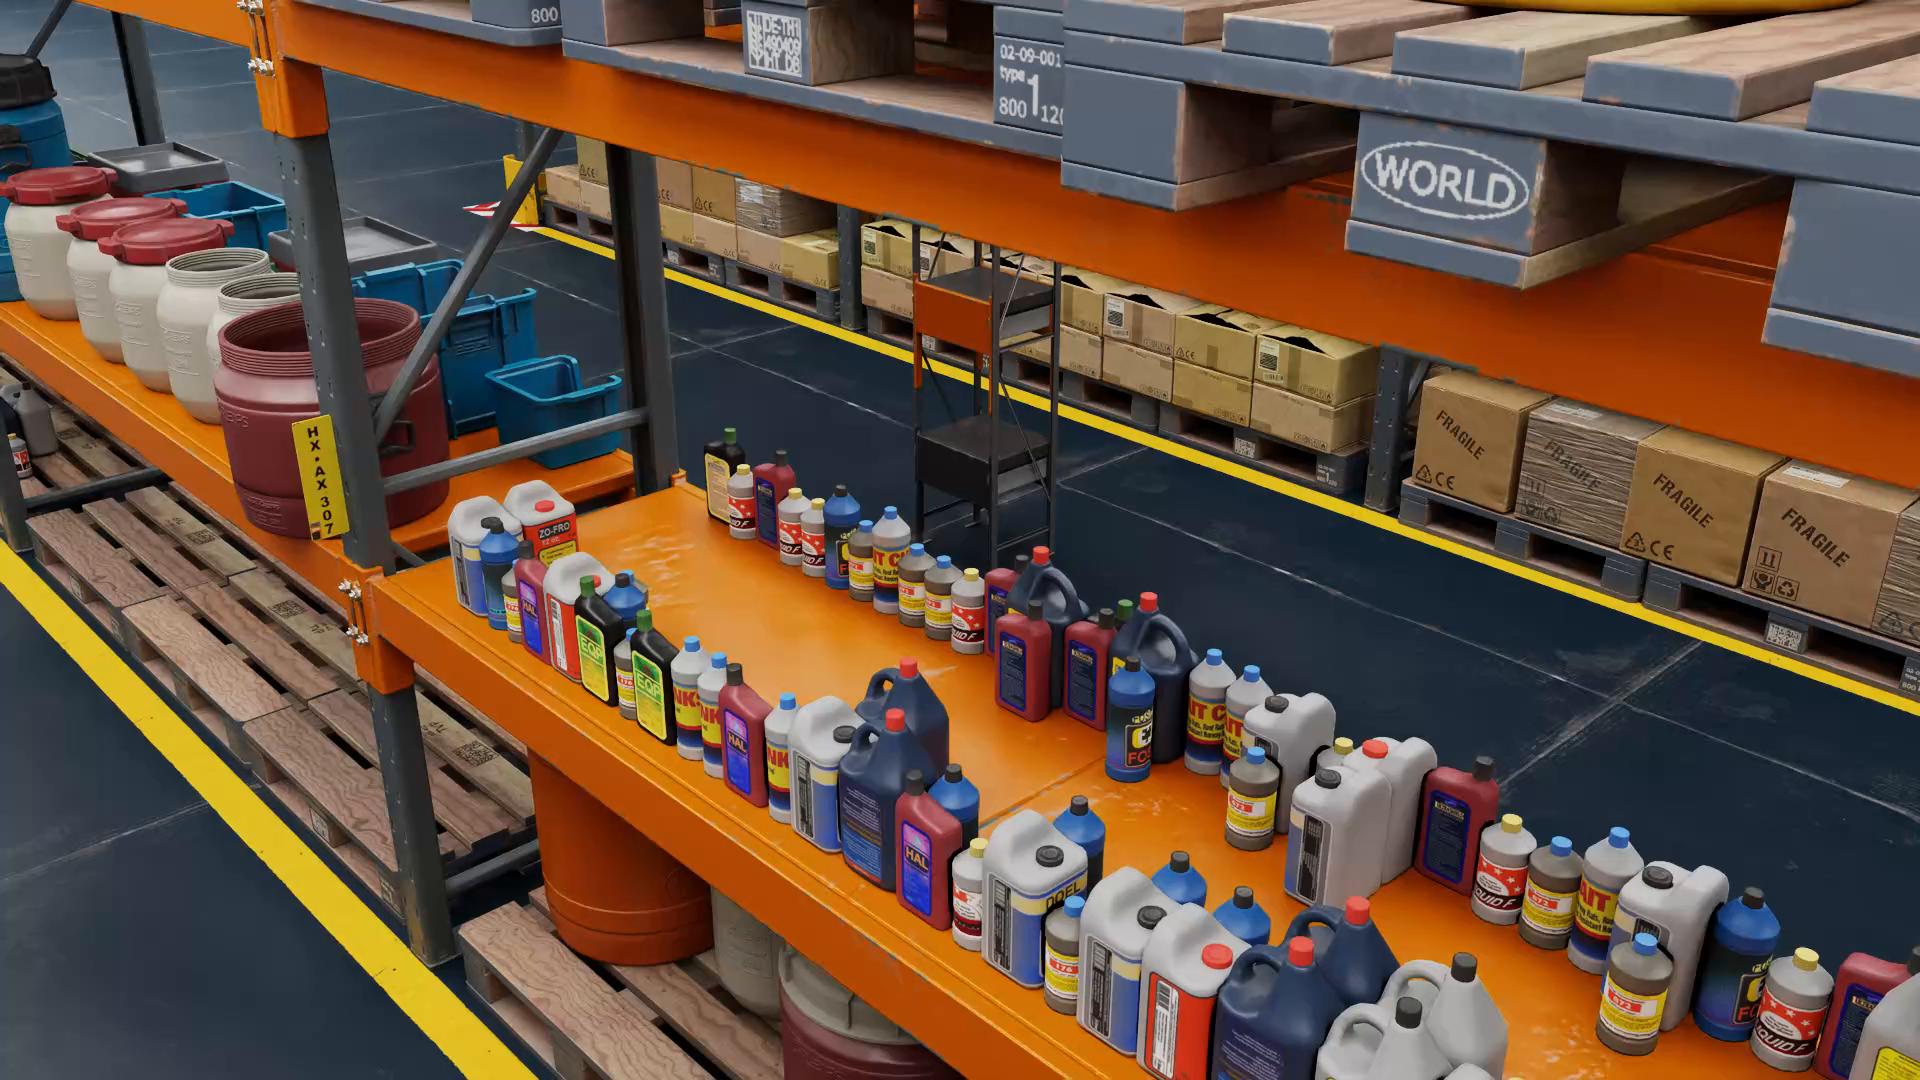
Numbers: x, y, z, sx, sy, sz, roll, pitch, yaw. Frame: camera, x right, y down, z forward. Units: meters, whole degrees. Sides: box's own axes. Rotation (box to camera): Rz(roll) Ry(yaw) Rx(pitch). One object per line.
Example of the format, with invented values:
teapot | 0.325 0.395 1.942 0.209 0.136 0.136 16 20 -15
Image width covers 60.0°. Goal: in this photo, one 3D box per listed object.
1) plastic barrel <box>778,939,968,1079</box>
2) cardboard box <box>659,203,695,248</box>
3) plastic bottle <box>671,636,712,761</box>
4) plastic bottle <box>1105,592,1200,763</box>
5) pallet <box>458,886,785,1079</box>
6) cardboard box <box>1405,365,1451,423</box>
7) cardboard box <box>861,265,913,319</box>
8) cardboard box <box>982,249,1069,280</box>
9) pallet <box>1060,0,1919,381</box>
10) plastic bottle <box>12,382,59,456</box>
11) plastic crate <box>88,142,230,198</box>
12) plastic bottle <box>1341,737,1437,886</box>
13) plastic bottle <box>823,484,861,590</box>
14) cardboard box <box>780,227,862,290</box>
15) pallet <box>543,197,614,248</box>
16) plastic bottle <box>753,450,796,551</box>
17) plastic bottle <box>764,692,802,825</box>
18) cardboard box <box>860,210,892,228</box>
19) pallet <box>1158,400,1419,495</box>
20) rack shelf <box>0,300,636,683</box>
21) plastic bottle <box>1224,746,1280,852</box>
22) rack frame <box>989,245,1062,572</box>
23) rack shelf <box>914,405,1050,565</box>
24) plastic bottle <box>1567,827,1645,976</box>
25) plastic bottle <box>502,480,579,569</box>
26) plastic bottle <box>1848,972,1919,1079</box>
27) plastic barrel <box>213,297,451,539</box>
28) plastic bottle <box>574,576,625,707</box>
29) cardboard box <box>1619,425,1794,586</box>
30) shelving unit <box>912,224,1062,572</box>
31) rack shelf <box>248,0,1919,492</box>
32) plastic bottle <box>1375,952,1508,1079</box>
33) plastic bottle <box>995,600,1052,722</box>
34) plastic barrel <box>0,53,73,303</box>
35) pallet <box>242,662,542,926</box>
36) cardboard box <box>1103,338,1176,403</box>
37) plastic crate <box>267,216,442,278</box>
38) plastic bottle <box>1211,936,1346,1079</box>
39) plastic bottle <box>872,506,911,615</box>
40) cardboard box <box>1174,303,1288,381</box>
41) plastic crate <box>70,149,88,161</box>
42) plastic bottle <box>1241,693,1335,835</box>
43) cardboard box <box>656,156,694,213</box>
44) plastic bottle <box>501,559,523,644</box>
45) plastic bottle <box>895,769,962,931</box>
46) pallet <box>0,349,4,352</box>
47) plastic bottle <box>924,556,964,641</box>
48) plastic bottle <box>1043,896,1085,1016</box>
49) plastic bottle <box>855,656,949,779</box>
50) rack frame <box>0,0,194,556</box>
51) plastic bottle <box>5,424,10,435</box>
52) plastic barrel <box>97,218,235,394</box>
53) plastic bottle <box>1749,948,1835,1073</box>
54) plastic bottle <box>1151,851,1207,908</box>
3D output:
plastic barrel | -0.131 1.149 4.016 0.600 0.588 0.708 -21 32 -38
cardboard box | -1.871 -2.330 12.050 0.500 0.250 0.500 -21 32 -38
plastic bottle | -0.566 0.332 3.562 0.097 0.271 0.097 0 25 0
plastic bottle | 0.415 0.284 3.572 0.144 0.351 0.185 -21 32 -38
pallet | -0.680 1.253 4.748 1.003 0.211 1.213 -21 32 -38
cardboard box | 2.225 -0.828 8.759 0.500 0.250 0.500 -21 32 -39
cardboard box | -0.271 -1.606 10.463 0.500 0.250 0.500 -22 33 -40
cardboard box | 0.428 -1.548 9.661 0.500 0.311 0.500 23 33 40
pallet | 0.877 -0.519 1.887 1.213 0.211 1.003 -21 32 -38
plastic bottle | -4.529 -0.603 8.120 0.144 0.351 0.185 -21 32 -38
plastic crate | -3.429 -1.423 7.179 0.402 0.464 0.583 -21 32 -38
plastic bottle | 0.813 0.497 3.196 0.152 0.276 0.135 -21 32 -38
plastic bottle | -0.306 -0.013 4.320 0.097 0.271 0.097 0 25 0
cardboard box | -0.842 -1.877 11.057 0.500 0.250 0.500 -21 32 -38
pallet | -2.546 -2.582 13.155 1.003 0.211 1.213 -21 32 -38
plastic bottle | -0.504 -0.118 4.535 0.061 0.283 0.133 -21 32 -38
plastic bottle | -0.341 0.432 3.345 0.097 0.271 0.097 0 25 0
cardboard box | -0.454 -2.369 11.232 0.500 0.500 0.500 -21 32 -38
pallet | 1.834 -0.638 8.895 1.003 0.211 1.213 -21 32 -38
rack shelf | -2.617 -0.521 6.145 1.077 0.370 4.000 -21 32 -38
plastic bottle | 0.576 0.502 3.275 0.097 0.201 0.097 0 25 0
rack frame | 0.280 -0.831 7.042 0.400 2.100 0.015 -21 32 -38
rack shelf | 0.113 -0.256 7.500 0.431 0.518 0.480 -21 32 -38
plastic bottle | 1.137 0.626 2.919 0.097 0.271 0.097 0 25 0
plastic bottle | -1.079 -0.006 4.299 0.152 0.276 0.135 -21 32 -38
plastic bottle | 1.453 0.781 2.483 0.144 0.351 0.185 -21 32 -38
plastic barrel | -1.788 -0.359 4.759 0.600 0.536 0.708 -21 32 -38
plastic bottle | -0.815 0.227 3.778 0.061 0.283 0.133 -21 32 -38
cardboard box | 3.172 -0.180 7.012 0.500 0.500 0.500 -22 32 -39
shelving unit | 0.113 -0.905 7.204 0.431 2.100 0.503 -21 32 -38
rack shelf | 0.117 -0.674 2.866 1.077 0.370 4.000 -21 32 -38
plastic bottle | 0.722 0.765 2.518 0.144 0.351 0.185 -21 32 -38
plastic bottle | 0.140 0.255 3.717 0.061 0.283 0.133 -21 32 -38
plastic barrel | -3.941 -1.479 6.775 0.600 0.901 0.708 -21 32 -38
pallet | -1.751 0.781 5.785 1.003 0.211 1.213 -21 32 -38
cardboard box | 1.134 -0.985 9.102 0.500 0.250 0.500 -20 31 -37
plastic crate | -2.131 -0.848 5.917 0.402 0.464 0.583 -21 32 -38
plastic bottle | 0.491 0.750 2.551 0.144 0.351 0.185 -21 32 -38
plastic bottle | -0.172 0.046 4.191 0.097 0.271 0.097 0 25 0
cardboard box | 1.471 -1.086 8.648 0.500 0.311 0.500 -22 32 -39
plastic crate | -4.706 -1.849 8.445 0.450 0.188 0.662 -21 32 -38
plastic bottle | 0.655 0.427 3.350 0.152 0.276 0.135 -21 32 -38
cardboard box | -1.872 -2.671 11.893 0.500 0.500 0.500 -21 32 -38
plastic bottle | -1.064 0.143 4.061 0.097 0.201 0.097 0 25 0
plastic bottle | -0.057 0.563 3.042 0.061 0.283 0.133 -21 32 -38
pallet | -6.080 -1.140 9.995 1.003 0.211 1.213 -21 32 -38
plastic bottle | -0.039 0.137 4.076 0.097 0.201 0.097 0 25 0
plastic bottle | 0.193 0.701 2.840 0.097 0.201 0.097 0 25 0
plastic bottle | -0.117 0.389 3.343 0.144 0.351 0.185 -21 32 -38
rack frame | -3.984 -1.454 7.324 1.000 3.000 0.127 -21 32 -38
plastic bottle | -4.553 -0.471 7.911 0.061 0.283 0.133 -19 31 -36
plastic barrel | -2.693 -0.811 5.749 0.433 0.535 0.433 0 25 0
plastic bottle | 1.362 0.758 2.715 0.097 0.201 0.097 0 25 0
plastic bottle | 0.371 0.655 2.855 0.097 0.271 0.097 0 25 0
